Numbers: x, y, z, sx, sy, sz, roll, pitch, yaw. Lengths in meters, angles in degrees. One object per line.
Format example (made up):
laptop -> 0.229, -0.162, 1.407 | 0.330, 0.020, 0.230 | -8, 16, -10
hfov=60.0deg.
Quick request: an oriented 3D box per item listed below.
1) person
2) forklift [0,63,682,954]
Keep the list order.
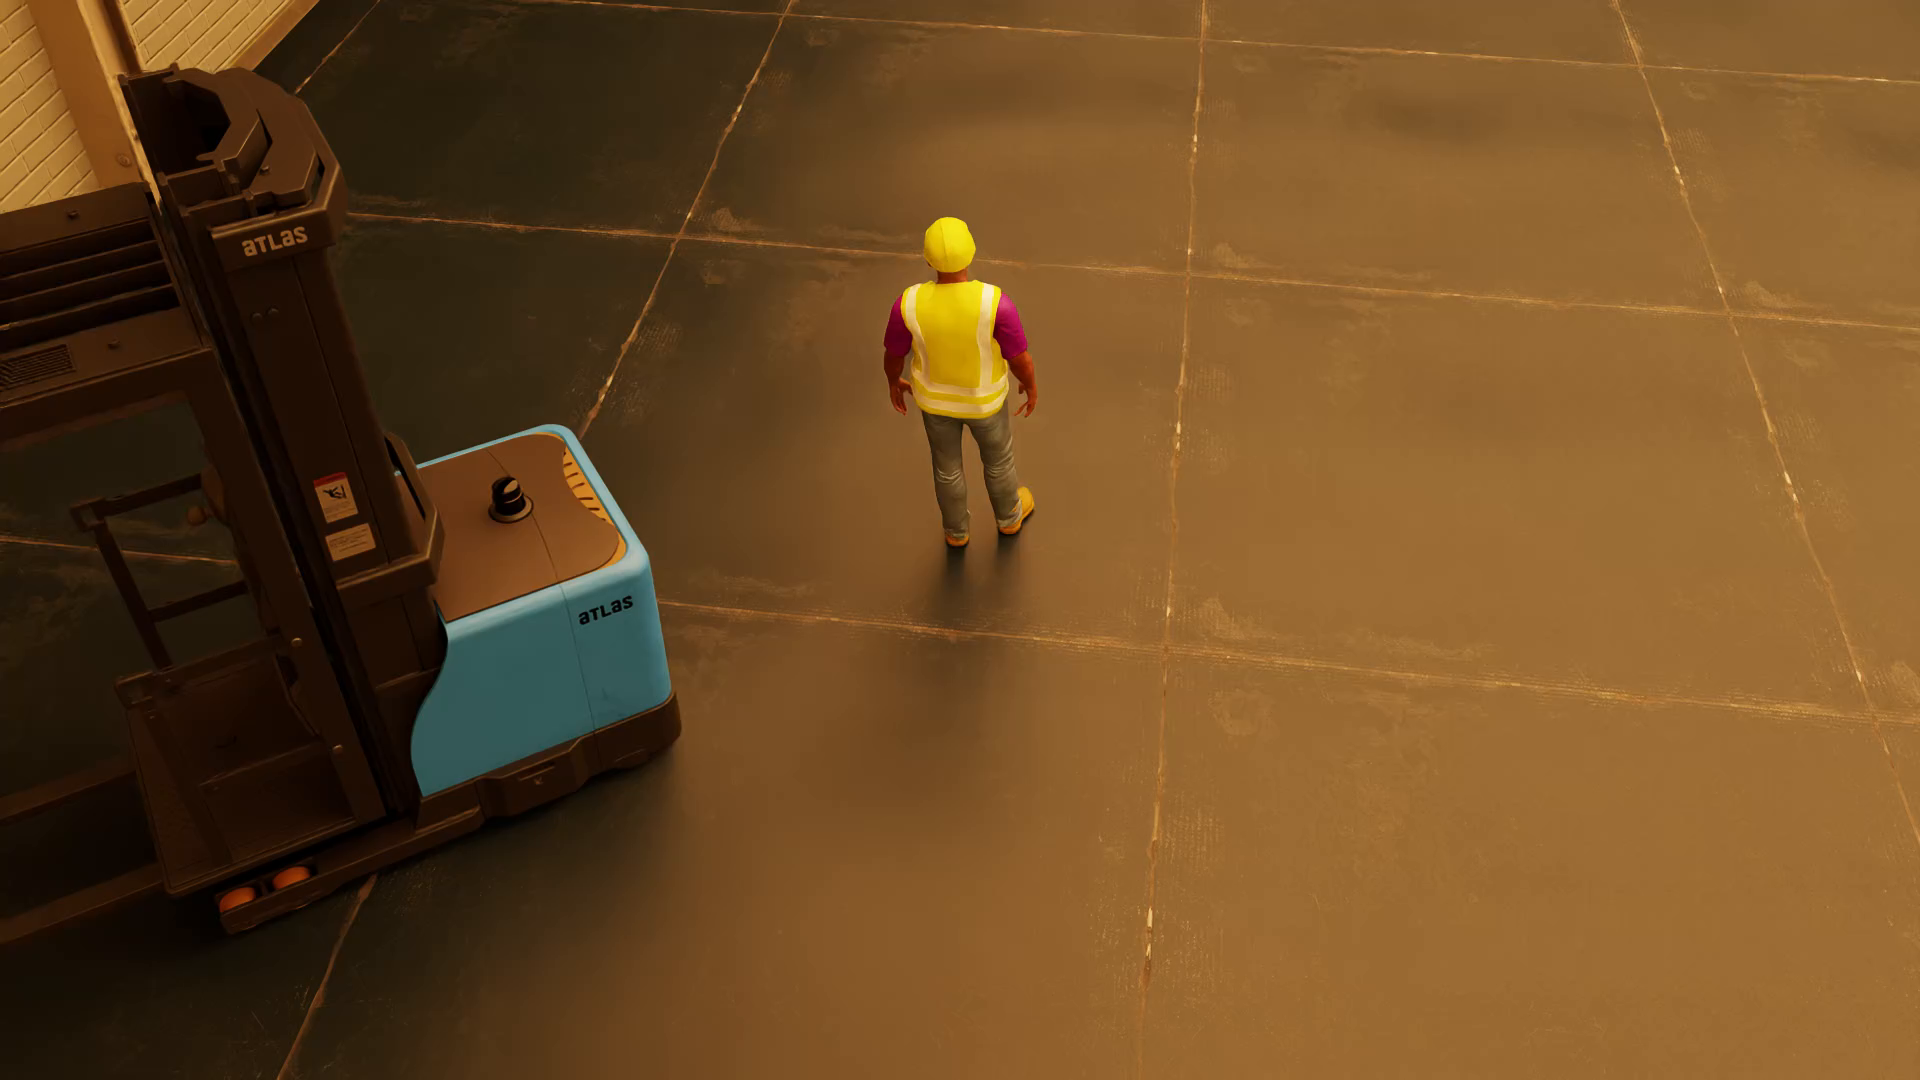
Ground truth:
person -> 0.015, -0.702, 7.338 | 0.666, 1.765, 0.577 | 5, 43, 6
forklift -> -2.699, -0.017, 5.743 | 3.031, 2.935, 1.130 | -21, 46, -21
